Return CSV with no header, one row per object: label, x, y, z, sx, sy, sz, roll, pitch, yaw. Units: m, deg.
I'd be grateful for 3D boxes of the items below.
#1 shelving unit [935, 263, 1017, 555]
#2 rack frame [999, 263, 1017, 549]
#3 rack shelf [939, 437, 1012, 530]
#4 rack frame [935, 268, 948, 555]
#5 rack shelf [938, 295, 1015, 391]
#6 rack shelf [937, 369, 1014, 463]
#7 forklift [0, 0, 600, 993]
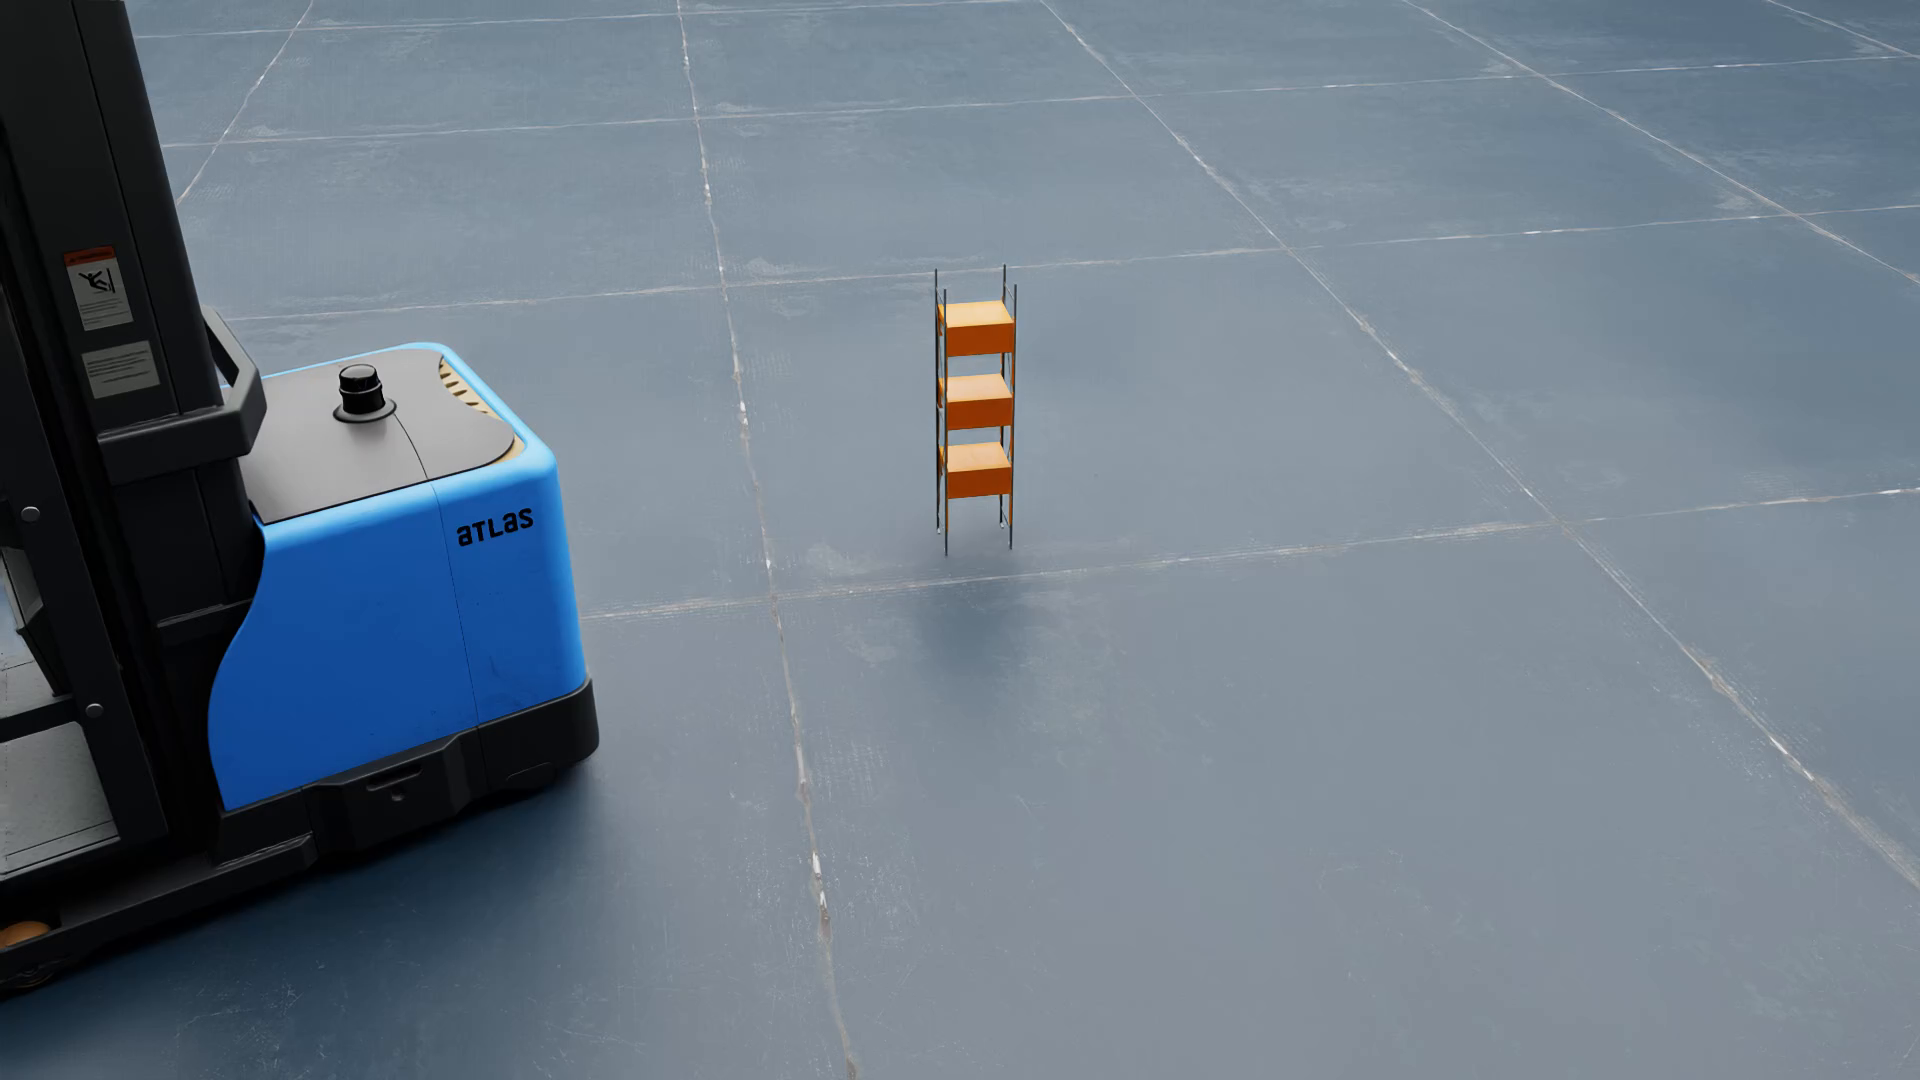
shelving unit,0.053,-0.457,5.992,0.252,1.050,0.215,-5,31,-9
rack frame,0.173,-0.469,6.011,0.008,1.050,0.200,-5,31,-9
rack shelf,0.053,-0.209,6.138,0.240,0.259,0.215,-5,31,-9
rack frame,-0.067,-0.446,5.973,0.008,1.050,0.200,-5,31,-9
rack shelf,0.053,-0.693,5.854,0.240,0.259,0.215,-5,31,-9
rack shelf,0.053,-0.448,5.998,0.240,0.259,0.215,-5,31,-9
forklift,-2.607,-0.362,3.975,3.031,2.935,1.130,-19,35,-29
